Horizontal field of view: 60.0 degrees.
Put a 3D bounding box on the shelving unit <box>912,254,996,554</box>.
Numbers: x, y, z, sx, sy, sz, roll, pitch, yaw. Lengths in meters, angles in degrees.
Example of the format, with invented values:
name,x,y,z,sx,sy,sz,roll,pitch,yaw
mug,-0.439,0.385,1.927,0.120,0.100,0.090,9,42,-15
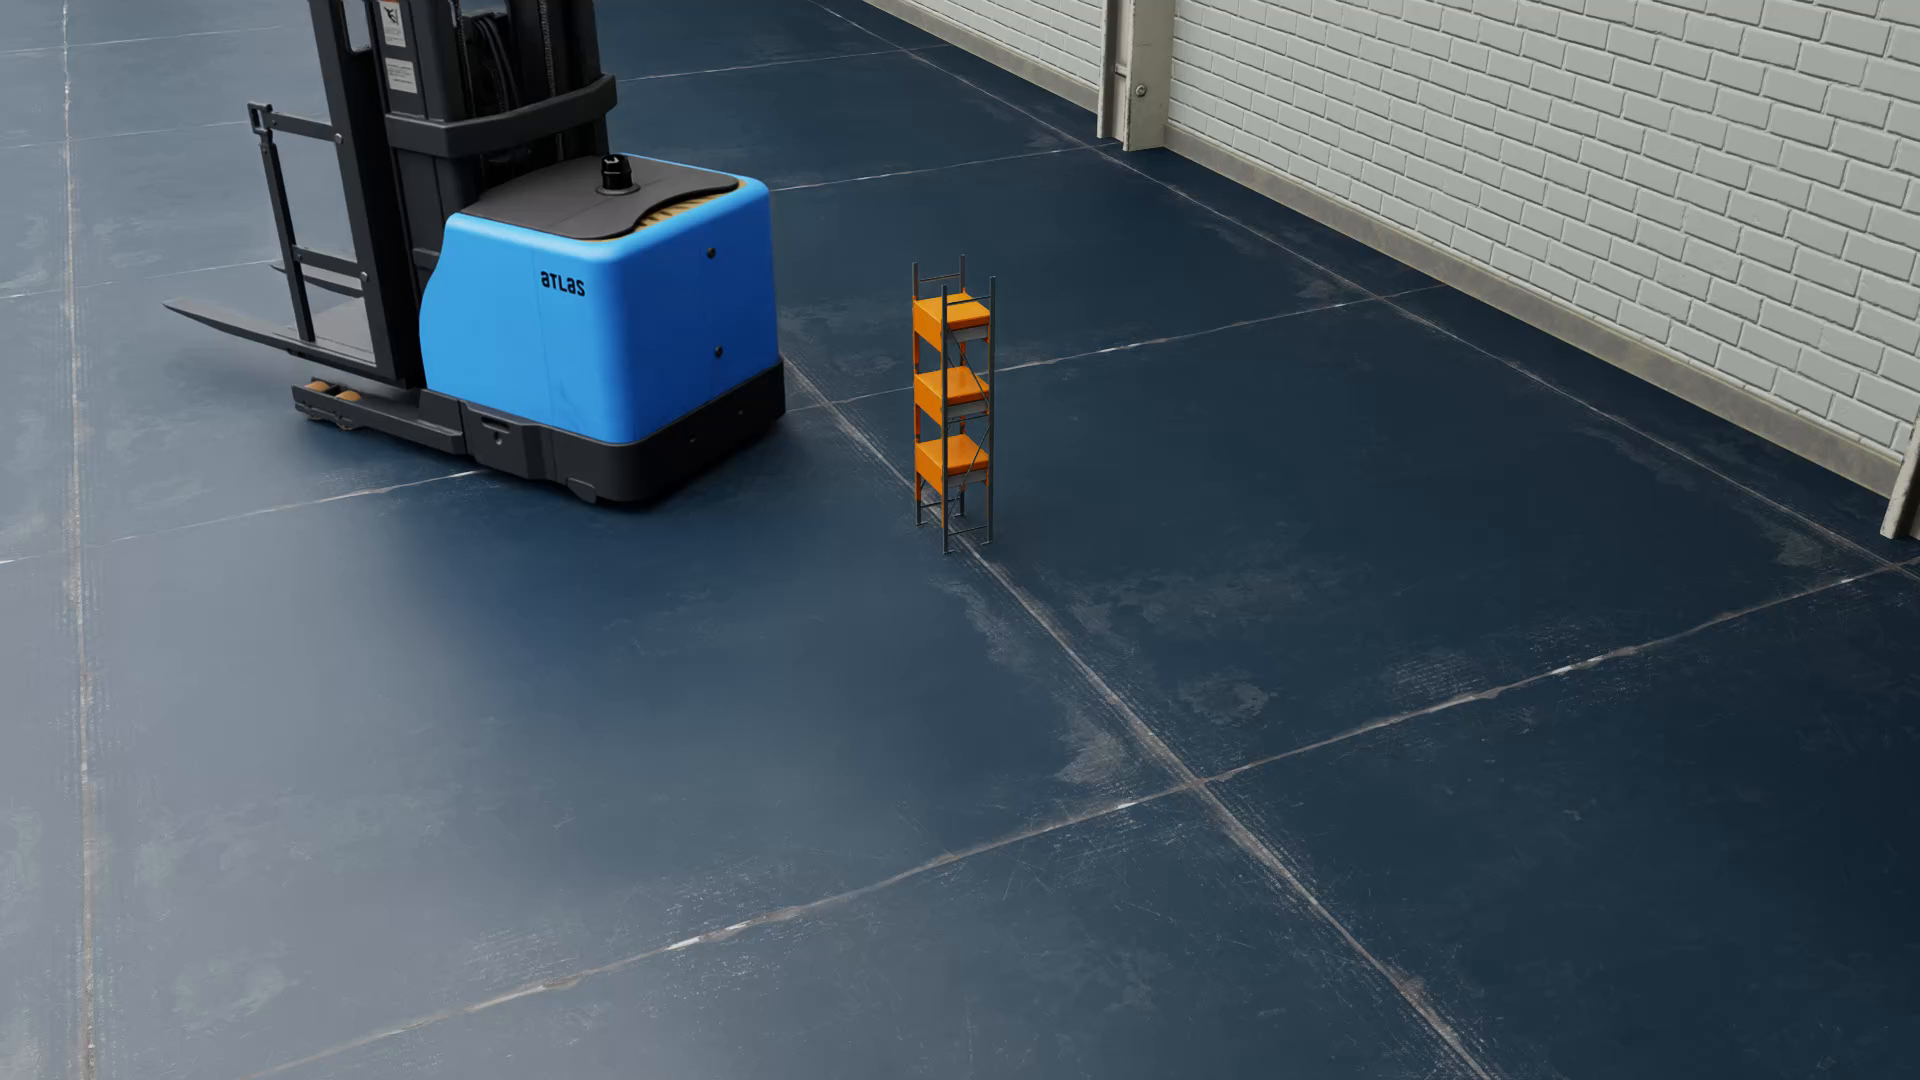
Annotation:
name,x,y,z,sx,sy,sz,roll,pitch,yaw
shelving unit,-0.023,-0.482,6.035,0.215,1.050,0.252,-13,32,-22

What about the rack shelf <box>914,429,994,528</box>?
name,x,y,z,sx,sy,sz,roll,pitch,yaw
rack shelf,-0.023,-0.230,6.176,0.215,0.259,0.240,-13,32,-22

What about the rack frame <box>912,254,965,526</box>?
name,x,y,z,sx,sy,sz,roll,pitch,yaw
rack frame,-0.075,-0.535,6.131,0.200,1.050,0.008,-13,32,-22

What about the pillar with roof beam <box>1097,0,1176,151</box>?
name,x,y,z,sx,sy,sz,roll,pitch,yaw
pillar with roof beam,-2.759,-5.644,7.115,9.100,9.000,0.400,-13,32,-22

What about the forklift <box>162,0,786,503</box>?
name,x,y,z,sx,sy,sz,roll,pitch,yaw
forklift,-2.267,-1.947,6.725,3.031,2.935,1.130,17,33,27

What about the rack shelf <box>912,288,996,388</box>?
name,x,y,z,sx,sy,sz,roll,pitch,yaw
rack shelf,-0.023,-0.720,5.902,0.215,0.259,0.240,-13,32,-22

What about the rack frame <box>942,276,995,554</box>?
name,x,y,z,sx,sy,sz,roll,pitch,yaw
rack frame,0.029,-0.428,5.939,0.200,1.050,0.008,-13,32,-22

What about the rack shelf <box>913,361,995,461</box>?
name,x,y,z,sx,sy,sz,roll,pitch,yaw
rack shelf,-0.023,-0.472,6.041,0.215,0.259,0.240,-13,32,-22
